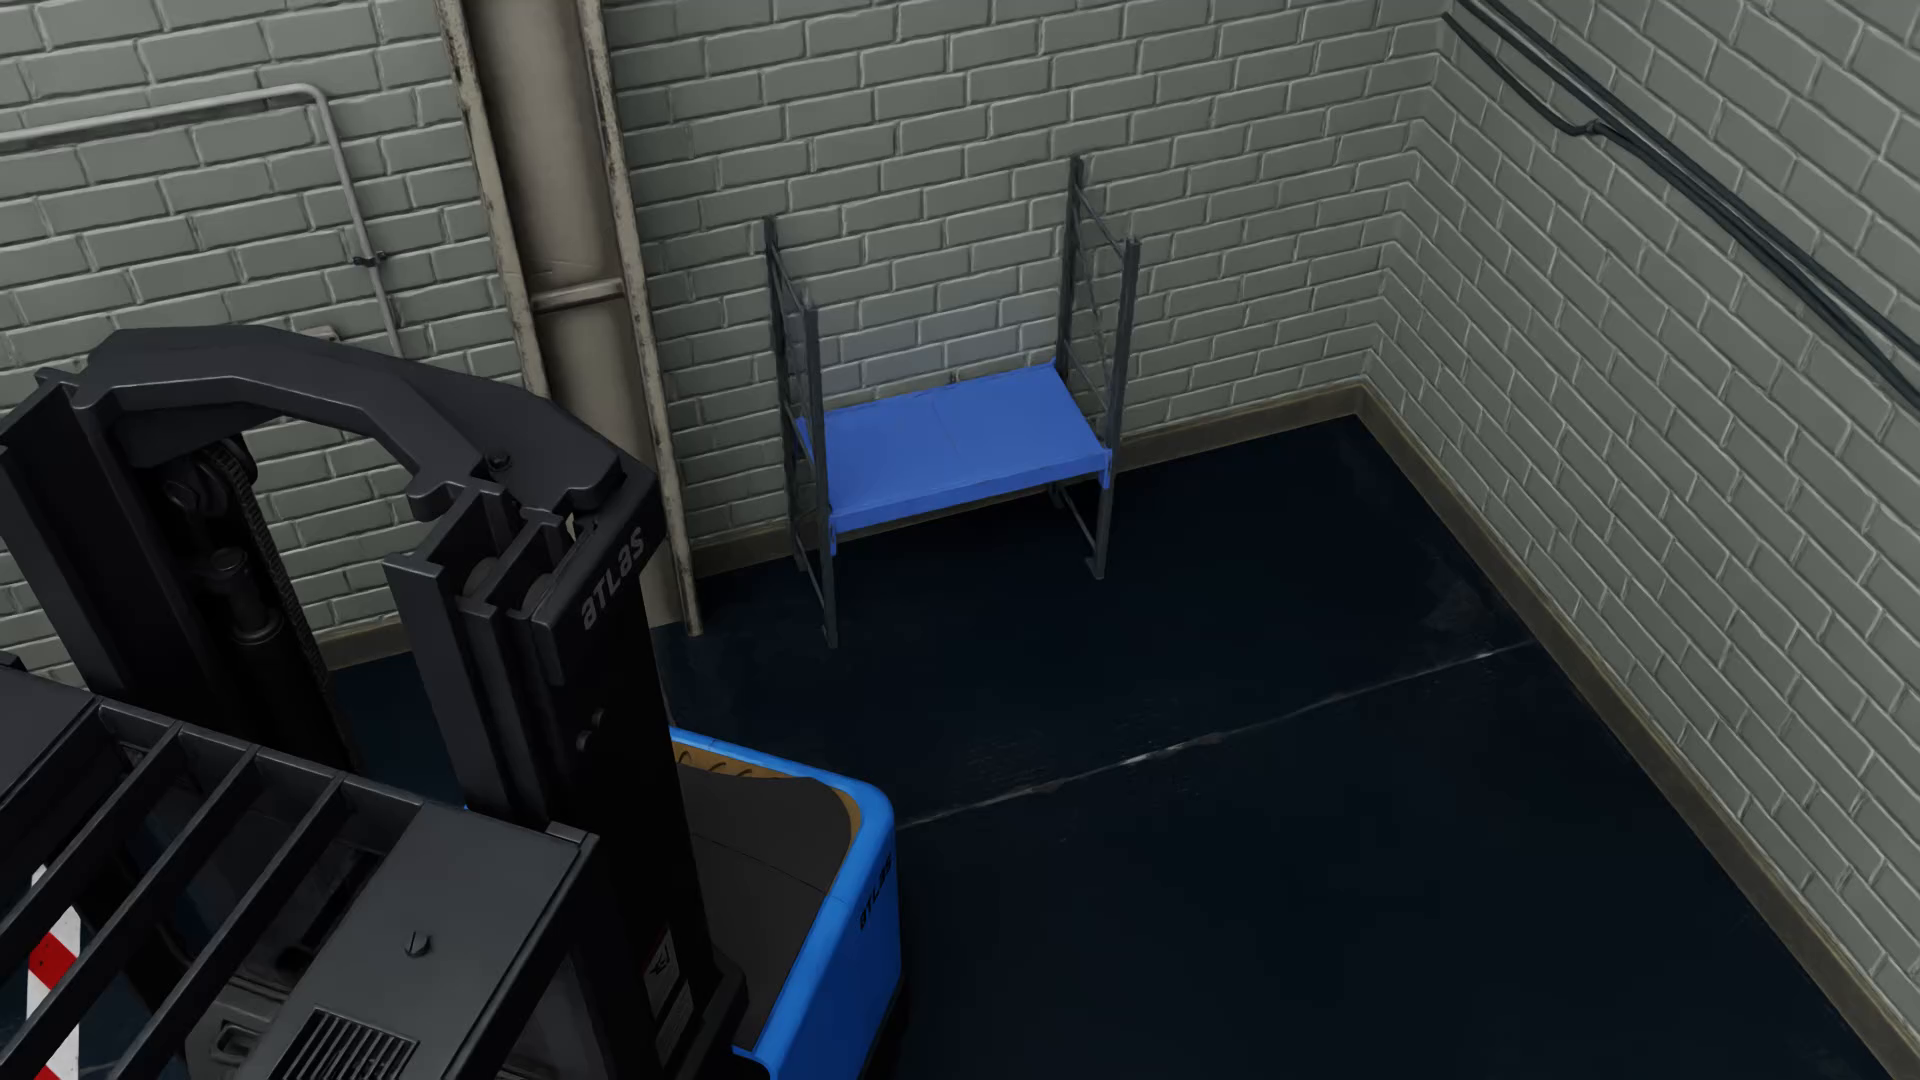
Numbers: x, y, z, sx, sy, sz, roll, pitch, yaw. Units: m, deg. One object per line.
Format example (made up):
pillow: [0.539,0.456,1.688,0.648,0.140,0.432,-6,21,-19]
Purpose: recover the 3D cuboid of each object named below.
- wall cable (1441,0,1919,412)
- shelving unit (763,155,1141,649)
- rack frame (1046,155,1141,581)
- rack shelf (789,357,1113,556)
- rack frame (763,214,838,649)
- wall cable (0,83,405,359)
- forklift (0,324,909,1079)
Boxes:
wall cable: [2.048,-1.699,3.783,0.112,2.526,3.097,-14,47,-14]
shelving unit: [-0.038,-0.426,5.603,1.048,1.500,0.538,-14,48,-14]
rack frame: [0.441,-0.544,5.725,0.032,1.500,0.500,-14,48,-14]
rack shelf: [-0.040,-0.301,5.733,1.000,0.185,0.538,-14,48,-14]
rack frame: [-0.517,-0.308,5.481,0.032,1.500,0.500,-14,48,-14]
wall cable: [-2.510,-0.852,4.265,1.851,1.984,0.084,-14,47,-14]
forklift: [-1.114,1.216,2.969,1.130,2.935,3.031,14,47,14]
